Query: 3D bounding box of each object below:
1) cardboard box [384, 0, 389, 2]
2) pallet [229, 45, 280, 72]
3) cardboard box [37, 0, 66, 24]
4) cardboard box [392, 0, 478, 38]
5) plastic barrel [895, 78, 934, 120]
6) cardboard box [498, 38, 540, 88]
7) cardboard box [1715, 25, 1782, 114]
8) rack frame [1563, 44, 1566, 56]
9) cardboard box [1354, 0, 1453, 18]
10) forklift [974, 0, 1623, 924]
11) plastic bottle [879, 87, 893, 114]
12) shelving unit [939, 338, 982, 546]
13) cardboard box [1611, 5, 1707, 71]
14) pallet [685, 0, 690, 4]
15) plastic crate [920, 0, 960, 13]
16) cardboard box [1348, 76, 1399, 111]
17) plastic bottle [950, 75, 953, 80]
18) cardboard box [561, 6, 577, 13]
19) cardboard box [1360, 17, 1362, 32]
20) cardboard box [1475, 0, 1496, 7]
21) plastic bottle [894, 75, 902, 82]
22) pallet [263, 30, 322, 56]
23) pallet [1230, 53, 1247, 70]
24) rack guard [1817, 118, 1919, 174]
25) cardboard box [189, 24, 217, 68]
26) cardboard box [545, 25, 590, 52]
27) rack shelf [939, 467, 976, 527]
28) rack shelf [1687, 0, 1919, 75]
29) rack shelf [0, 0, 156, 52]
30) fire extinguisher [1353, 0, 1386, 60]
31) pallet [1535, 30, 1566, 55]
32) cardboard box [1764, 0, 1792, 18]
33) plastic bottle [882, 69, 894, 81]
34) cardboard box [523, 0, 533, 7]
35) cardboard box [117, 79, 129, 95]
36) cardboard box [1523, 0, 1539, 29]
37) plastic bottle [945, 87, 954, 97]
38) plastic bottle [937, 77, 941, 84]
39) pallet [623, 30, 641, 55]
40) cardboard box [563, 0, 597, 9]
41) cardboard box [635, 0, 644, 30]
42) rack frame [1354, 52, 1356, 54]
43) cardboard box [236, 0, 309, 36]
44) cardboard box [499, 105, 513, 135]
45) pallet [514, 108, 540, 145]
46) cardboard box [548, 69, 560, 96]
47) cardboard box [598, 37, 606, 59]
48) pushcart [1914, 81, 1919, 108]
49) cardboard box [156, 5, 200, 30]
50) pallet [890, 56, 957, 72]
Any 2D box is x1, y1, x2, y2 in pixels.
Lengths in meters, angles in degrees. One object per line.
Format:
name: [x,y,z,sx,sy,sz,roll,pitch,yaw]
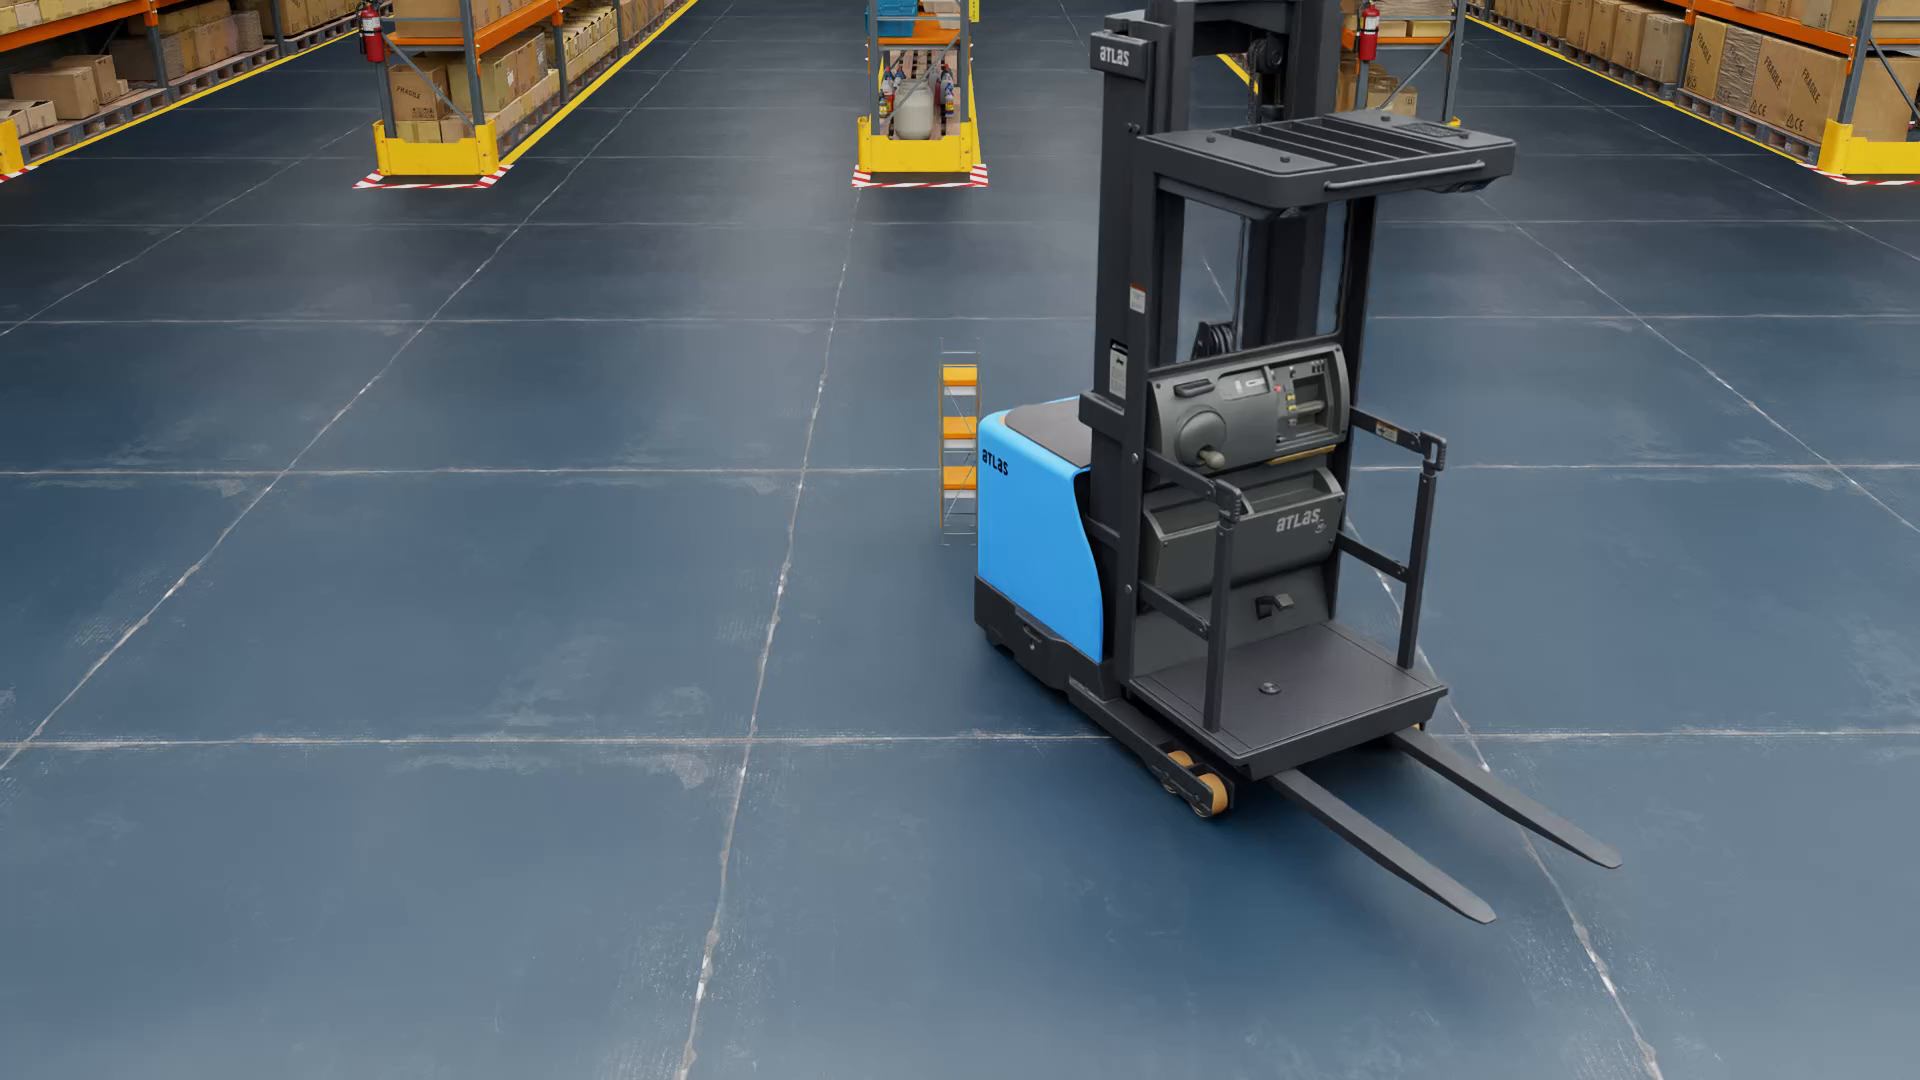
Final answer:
cardboard box: [-10.356,-9.665,29.004,0.700,0.500,0.500,0,24,-1]
pallet: [-10.397,-6.856,23.654,1.003,0.211,1.213,0,24,-1]
cardboard box: [-10.024,-5.720,17.914,0.500,0.250,0.500,-1,24,-1]
cardboard box: [-5.356,-5.414,16.960,0.700,0.500,0.500,0,24,-1]
plastic barrel: [-0.500,-4.732,18.082,0.421,0.512,0.421,0,24,0]
cardboard box: [-5.181,-5.503,19.193,0.500,0.500,0.500,0,24,-1]
cardboard box: [9.410,-5.441,19.208,0.875,0.875,0.875,0,24,0]
rack frame: [9.416,-8.496,23.896,1.000,3.000,0.127,0,24,-1]
cardboard box: [4.564,-5.627,17.069,0.875,0.500,0.500,0,24,-1]
forklift: [1.242,-0.486,6.269,1.130,2.935,3.031,-13,28,-27]
plastic bottle: [-0.844,-5.015,18.970,0.152,0.276,0.135,0,24,0]
shelving unit: [-0.001,-0.500,8.582,0.215,1.050,0.252,0,24,-1]
cardboard box: [9.356,-6.667,22.072,1.050,0.750,0.750,0,24,-1]
pallet: [-5.528,-10.139,30.912,1.003,0.211,1.213,0,24,-1]
plastic crate: [-0.183,-6.057,18.823,0.530,0.136,0.437,0,24,-1]
cardboard box: [4.511,-4.775,18.192,0.500,0.500,0.500,6,25,13]
plastic bottle: [-0.113,-5.398,19.807,0.061,0.283,0.133,1,24,3]
cardboard box: [-5.739,-7.450,23.728,0.500,0.311,0.500,1,24,1]
cardboard box: [4.330,-5.324,17.187,0.380,0.149,0.250,0,24,-1]
cardboard box: [9.027,-9.197,28.395,0.380,0.149,0.250,0,24,0]
plastic bottle: [-0.738,-5.409,19.846,0.097,0.271,0.097,0,24,0]
pallet: [-10.338,-7.504,25.085,1.003,0.211,1.213,0,24,-1]
pallet: [4.462,-6.923,23.801,1.003,0.211,1.213,0,24,-1]
rack guard: [9.503,-4.051,17.100,1.175,0.500,0.348,0,24,-1]
cardboard box: [-10.406,-6.589,22.177,0.700,0.500,0.500,0,24,0]
cardboard box: [-5.170,-6.610,21.871,0.500,0.311,0.500,-1,24,-2]
rack shelf: [-0.001,-0.238,8.701,0.215,0.259,0.240,0,24,-1]
rack shelf: [9.481,-5.696,18.578,1.077,0.370,4.000,0,24,-1]
rack shelf: [-10.339,-5.649,18.473,1.077,0.370,4.000,0,24,-1]
fire extinguisher: [4.083,-5.135,16.557,0.296,0.674,0.183,0,24,-1]
pallet: [9.409,-7.548,25.183,1.003,0.211,1.213,0,24,-1]
cardboard box: [9.498,-6.097,18.409,0.875,0.550,0.500,0,24,-1]
plastic bottle: [-0.858,-5.426,19.789,0.144,0.351,0.185,-1,24,-3]
cardboard box: [-5.384,-6.470,19.294,0.700,0.500,0.500,-1,24,-1]
cardboard box: [-10.325,-5.490,20.153,0.380,0.166,0.250,-3,25,-7]
cardboard box: [9.123,-8.251,25.876,0.500,0.500,0.500,-1,24,-3]
plastic bottle: [-0.122,-5.044,19.040,0.097,0.271,0.097,0,24,0]
plastic bottle: [-0.256,-5.321,19.637,0.061,0.283,0.133,0,24,-1]
pallet: [-5.421,-7.510,25.099,1.003,0.211,1.213,0,24,-1]
cardboard box: [-5.696,-7.919,25.118,0.500,0.500,0.500,1,24,2]
cardboard box: [-5.182,-8.146,25.620,0.500,0.500,0.500,-1,24,-1]
rack frame: [4.498,-6.868,20.294,1.000,3.000,0.127,0,24,-1]
cardboard box: [-10.281,-7.964,24.819,0.750,0.750,0.750,-1,24,-1]
cardboard box: [-5.156,-4.543,17.981,0.500,0.250,0.500,0,24,-1]
pallet: [-5.424,-4.722,18.935,1.003,0.211,1.213,0,24,-1]
cardboard box: [-5.184,-5.573,20.259,0.500,0.250,0.500,0,24,-1]
cardboard box: [-5.190,-6.776,22.919,0.500,0.250,0.500,0,24,1]
pushcart: [12.129,-5.686,20.865,1.648,0.377,0.936,-9,26,-19]
cardboard box: [-10.403,-6.903,21.962,0.500,0.250,0.500,-1,24,-2]
pallet: [-0.518,-6.402,22.649,1.003,0.211,1.213,0,24,-1]
